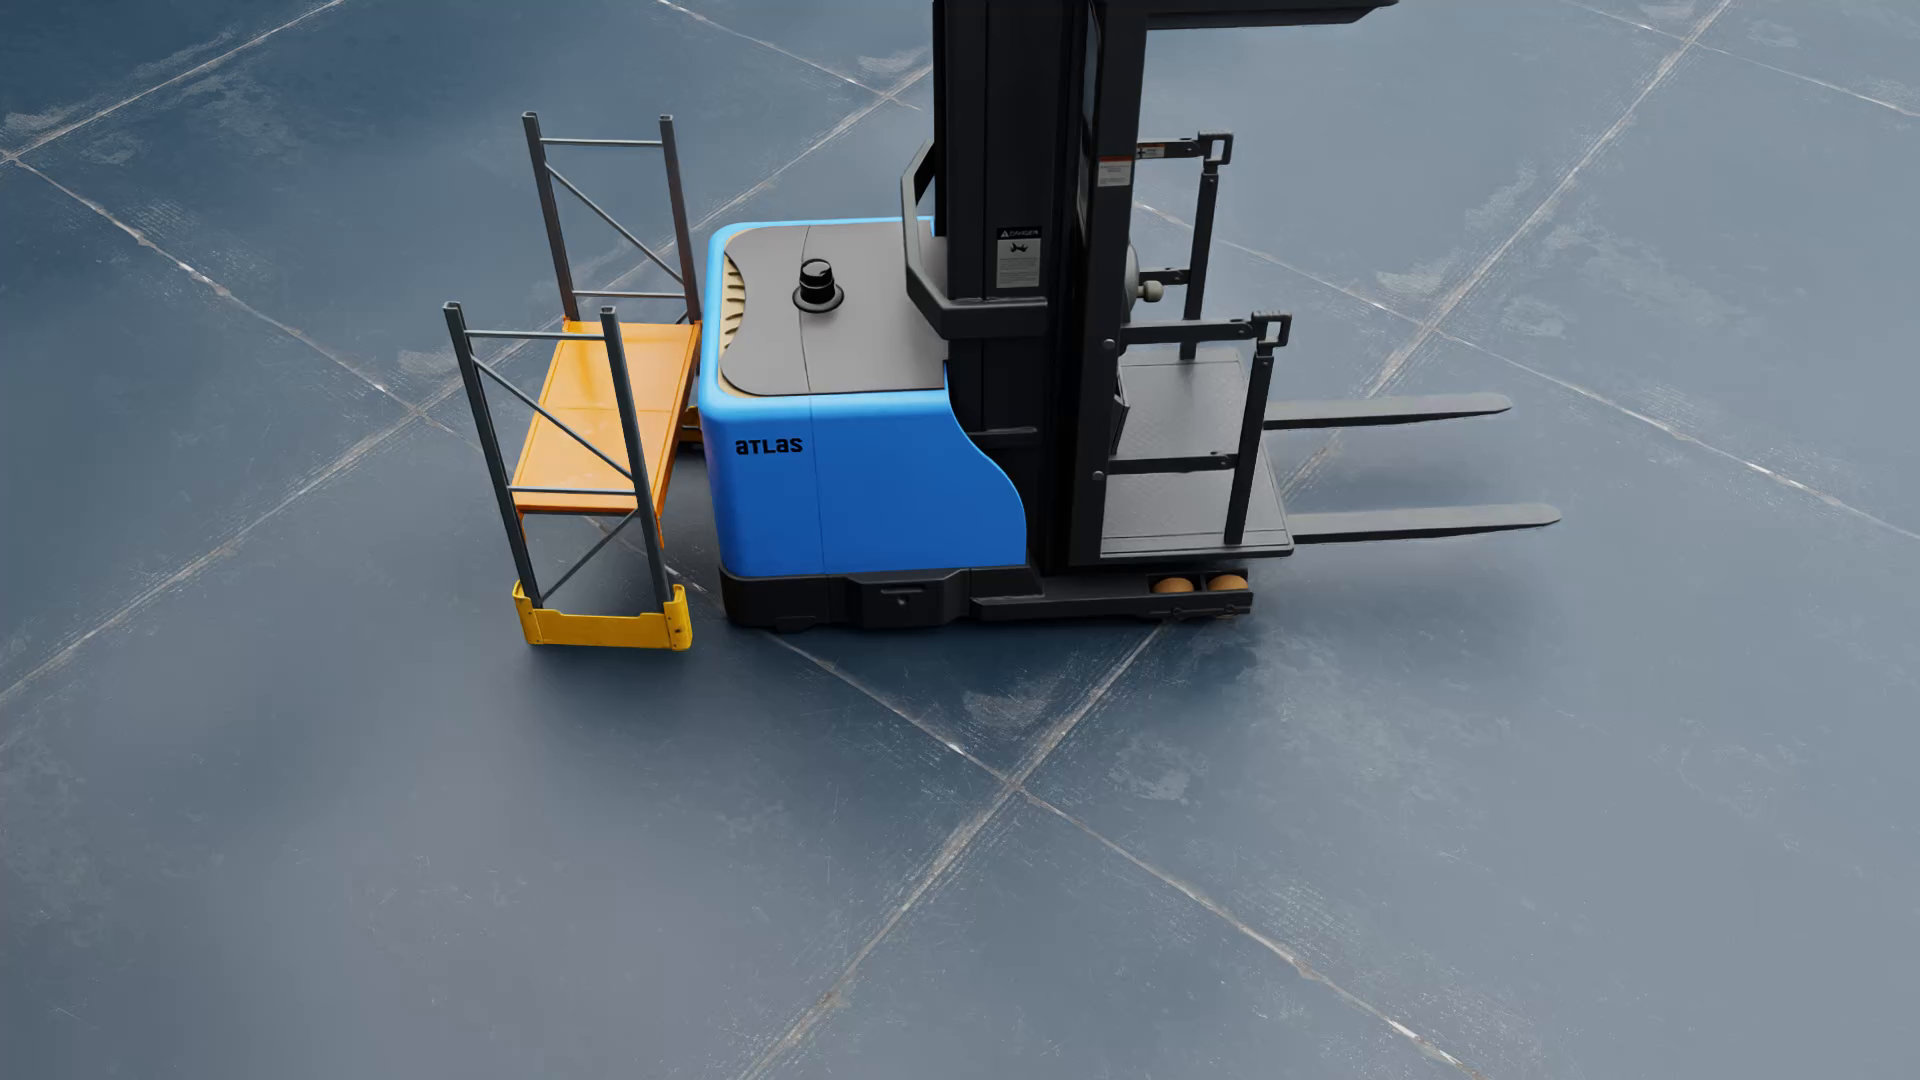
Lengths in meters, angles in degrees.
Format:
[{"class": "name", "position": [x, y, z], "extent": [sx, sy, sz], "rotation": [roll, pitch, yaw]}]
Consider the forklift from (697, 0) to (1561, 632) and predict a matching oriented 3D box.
[{"class": "forklift", "position": [0.645, -1.103, 5.277], "extent": [3.031, 2.935, 1.130], "rotation": [-3, 46, -3]}]

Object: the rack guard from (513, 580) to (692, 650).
[{"class": "rack guard", "position": [-1.247, 0.262, 5.827], "extent": [0.587, 0.250, 0.087], "rotation": [2, 46, 2]}]

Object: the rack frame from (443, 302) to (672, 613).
[{"class": "rack frame", "position": [-1.248, -0.156, 5.362], "extent": [0.500, 1.500, 0.032], "rotation": [2, 46, 2]}]

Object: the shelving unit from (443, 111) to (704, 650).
[{"class": "shelving unit", "position": [-1.225, -0.530, 5.719], "extent": [0.587, 1.500, 1.083], "rotation": [2, 46, 2]}]

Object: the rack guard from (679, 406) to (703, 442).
[{"class": "rack guard", "position": [-1.204, -0.458, 6.514], "extent": [0.587, 0.250, 0.087], "rotation": [2, 46, 2]}]

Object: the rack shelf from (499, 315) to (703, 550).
[{"class": "rack shelf", "position": [-1.226, -0.399, 5.843], "extent": [0.538, 0.185, 1.000], "rotation": [2, 46, 2]}]

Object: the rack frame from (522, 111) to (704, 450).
[{"class": "rack frame", "position": [-1.204, -0.890, 6.063], "extent": [0.500, 1.500, 0.032], "rotation": [2, 46, 2]}]
